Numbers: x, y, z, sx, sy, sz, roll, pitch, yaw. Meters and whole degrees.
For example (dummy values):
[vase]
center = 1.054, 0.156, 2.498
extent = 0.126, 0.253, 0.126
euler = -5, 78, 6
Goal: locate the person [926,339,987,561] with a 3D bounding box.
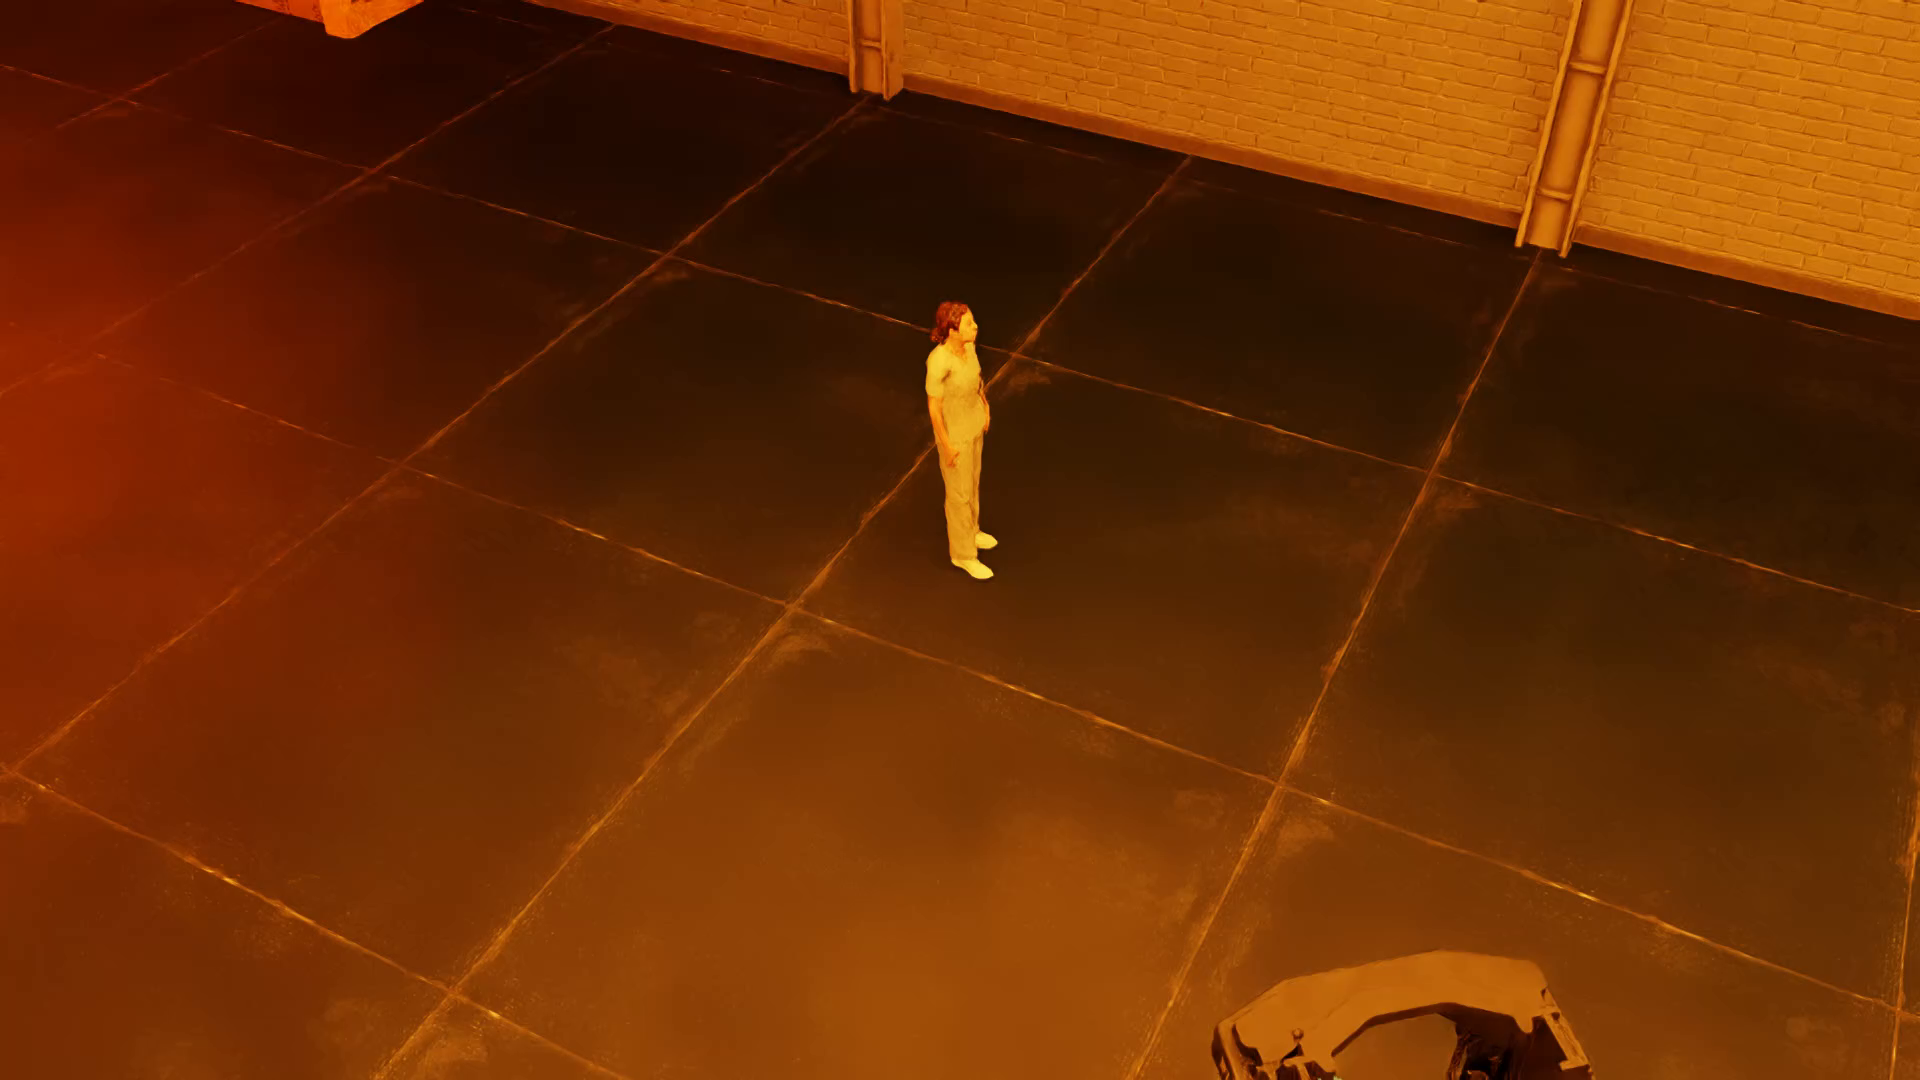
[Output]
[person]
center = 0.022, -0.564, 9.761
extent = 0.395, 1.361, 0.519
euler = 18, 43, 21

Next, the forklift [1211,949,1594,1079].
[forklift]
center = 1.282, 2.691, 4.792
extent = 1.130, 2.935, 3.031
euler = -8, 41, -9
